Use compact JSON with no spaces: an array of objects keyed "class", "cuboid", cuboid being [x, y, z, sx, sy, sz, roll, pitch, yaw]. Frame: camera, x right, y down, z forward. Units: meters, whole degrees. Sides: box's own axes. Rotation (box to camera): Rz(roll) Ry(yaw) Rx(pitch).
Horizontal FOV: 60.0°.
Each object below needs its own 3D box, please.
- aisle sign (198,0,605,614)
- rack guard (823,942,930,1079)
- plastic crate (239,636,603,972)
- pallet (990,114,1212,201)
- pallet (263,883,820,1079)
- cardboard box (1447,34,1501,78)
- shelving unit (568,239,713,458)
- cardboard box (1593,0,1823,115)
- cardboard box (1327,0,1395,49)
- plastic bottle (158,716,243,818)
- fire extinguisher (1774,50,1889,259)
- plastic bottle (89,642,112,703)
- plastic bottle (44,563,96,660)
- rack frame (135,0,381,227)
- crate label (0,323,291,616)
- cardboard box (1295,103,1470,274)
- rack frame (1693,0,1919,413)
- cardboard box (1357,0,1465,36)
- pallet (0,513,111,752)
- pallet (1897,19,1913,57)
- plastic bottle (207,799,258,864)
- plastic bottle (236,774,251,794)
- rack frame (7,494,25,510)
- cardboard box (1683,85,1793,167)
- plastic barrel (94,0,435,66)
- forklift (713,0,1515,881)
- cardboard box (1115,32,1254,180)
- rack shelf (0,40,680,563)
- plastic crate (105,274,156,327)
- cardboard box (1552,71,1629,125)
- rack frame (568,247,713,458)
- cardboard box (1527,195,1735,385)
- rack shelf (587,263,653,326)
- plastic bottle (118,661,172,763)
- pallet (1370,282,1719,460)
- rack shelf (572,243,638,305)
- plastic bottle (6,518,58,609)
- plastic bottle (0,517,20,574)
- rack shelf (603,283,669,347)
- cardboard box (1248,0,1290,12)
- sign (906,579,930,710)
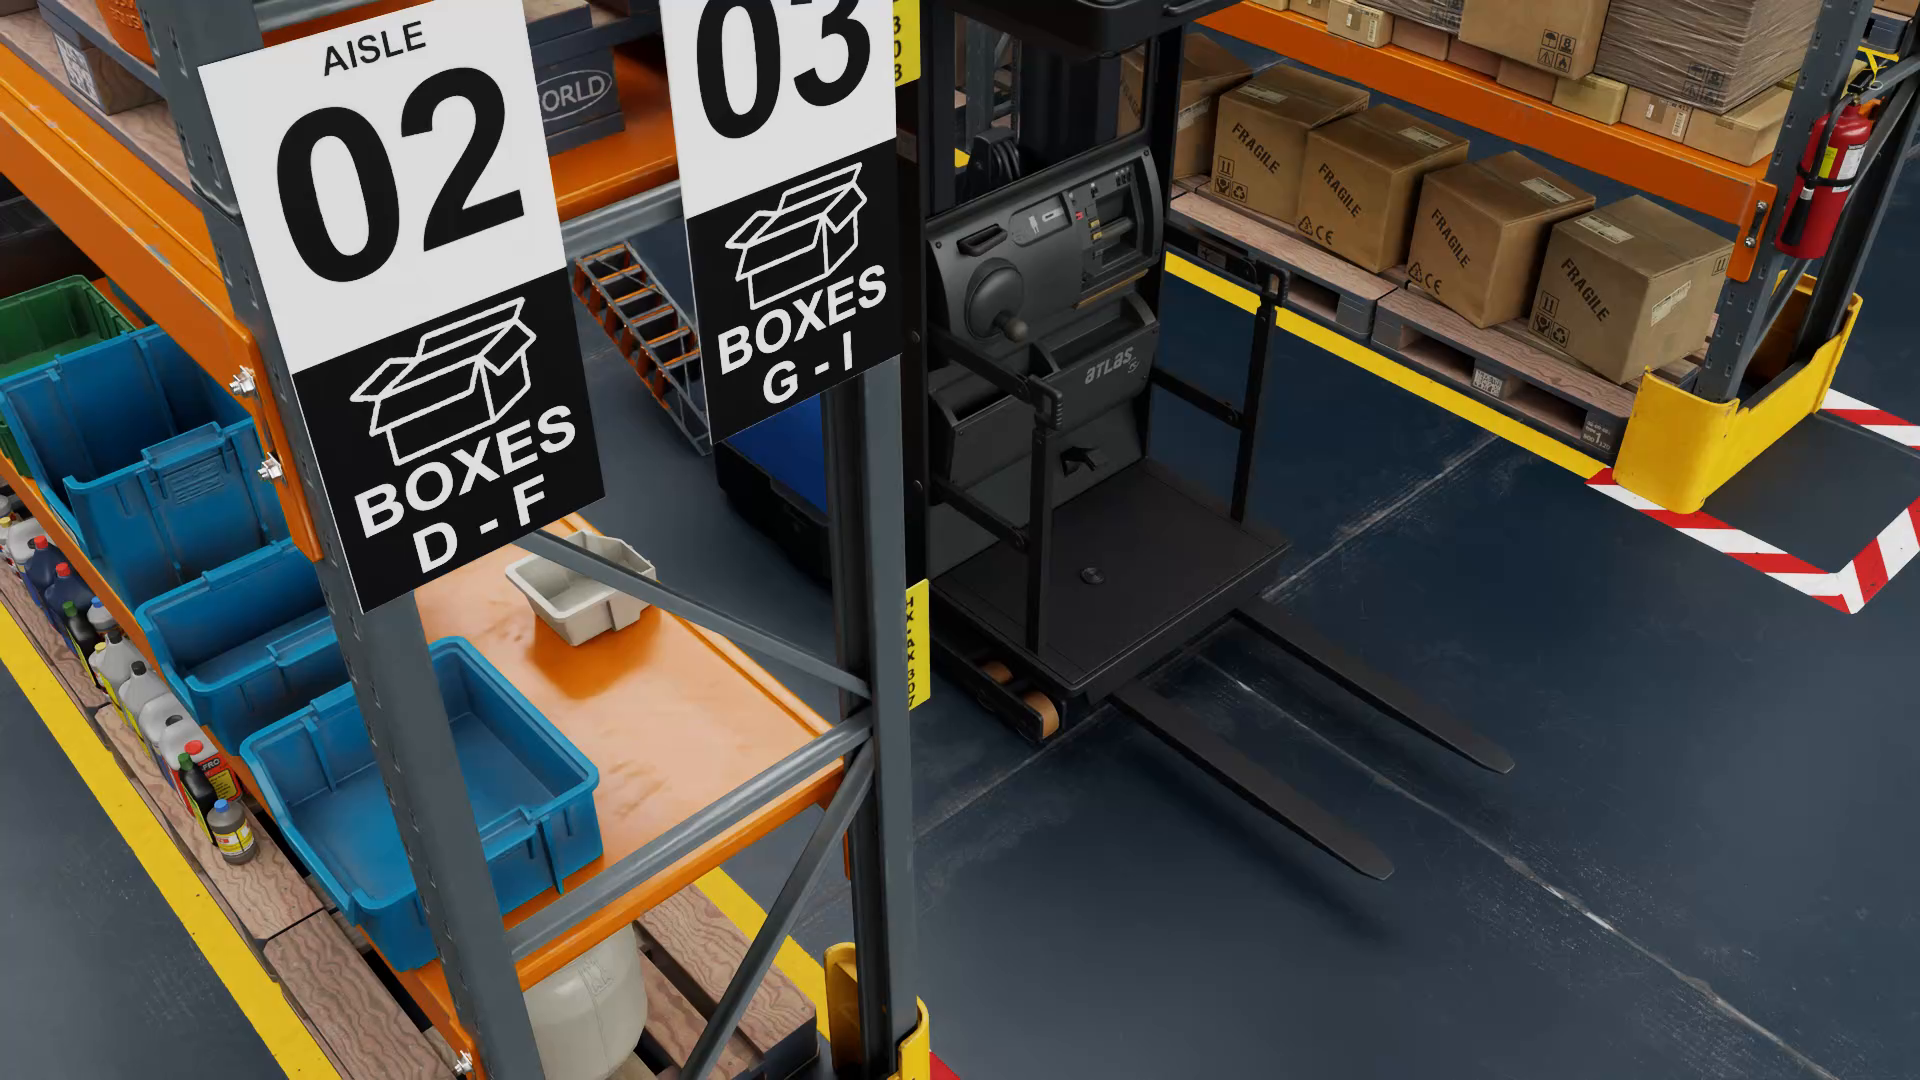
[{"class":"aisle sign","cuboid":[-0.679,-0.288,2.151,0.394,0.787,0.004,-30,48,-32]},{"class":"rack guard","cuboid":[-0.595,1.521,3.969,1.175,0.500,0.348,-30,48,-32]},{"class":"plastic crate","cuboid":[-1.068,0.517,3.341,0.499,0.251,0.616,-30,48,-32]},{"class":"pallet","cuboid":[0.914,-2.012,8.573,1.003,0.211,1.213,-30,48,-32]},{"class":"pallet","cuboid":[-1.141,1.255,4.528,1.003,0.211,1.213,-30,48,-32]},{"class":"cardboard box","cuboid":[2.122,-1.953,6.481,0.380,0.149,0.250,-30,48,-32]},{"class":"shelving unit","cuboid":[-1.279,-0.874,6.807,0.258,0.189,1.200,-29,70,-31]},{"class":"cardboard box","cuboid":[2.787,-1.962,5.976,0.875,0.500,0.500,-30,48,-32]},{"class":"cardboard box","cuboid":[1.702,-2.137,6.709,0.380,0.149,0.250,-30,48,-32]},{"class":"plastic bottle","cuboid":[-2.225,0.660,4.863,0.152,0.276,0.135,-30,47,-31]},{"class":"fire extinguisher","cuboid":[2.877,-1.262,5.487,0.296,0.674,0.183,-30,48,-32]},{"class":"plastic bottle","cuboid":[-2.672,0.408,5.235,0.097,0.201,0.097,0,39,0]},{"class":"plastic bottle","cuboid":[-2.847,0.209,5.362,0.185,0.351,0.144,32,49,33]},{"class":"rack frame","cuboid":[-0.509,-1.770,1.280,1.000,3.000,0.127,-30,48,-32]},{"class":"crate label","cuboid":[-1.953,-0.187,4.066,0.502,0.435,0.616,-30,48,-32]},{"class":"cardboard box","cuboid":[1.890,-1.588,7.484,0.500,0.500,0.500,-25,45,-28]},{"class":"rack frame","cuboid":[3.139,-1.541,5.771,1.000,3.000,0.127,-30,48,-32]},{"class":"cardboard box","cuboid":[2.054,-2.392,6.508,0.875,0.500,0.500,-30,48,-32]},{"class":"pallet","cuboid":[-2.791,0.126,5.926,1.003,0.211,1.213,-30,48,-32]},{"class":"pallet","cuboid":[6.262,-2.854,9.616,1.003,0.211,1.213,-30,48,-32]},{"class":"plastic bottle","cuboid":[-2.074,0.817,4.728,0.097,0.201,0.097,0,39,0]},{"class":"plastic bottle","cuboid":[-2.147,0.612,4.917,0.061,0.283,0.133,-30,48,-32]},{"class":"rack frame","cuboid":[-3.215,-1.288,5.457,1.000,3.000,0.127,-30,48,-32]},{"class":"cardboard box","cuboid":[2.794,-1.488,5.905,0.380,0.149,0.250,-30,48,-32]},{"class":"plastic barrel","cuboid":[-0.932,-1.105,2.167,0.600,0.830,0.708,-30,48,-32]},{"class":"forklift","cuboid":[0.424,-0.848,4.967,1.130,2.935,3.031,-30,48,-32]},{"class":"cardboard box","cuboid":[1.068,-2.119,8.142,0.500,0.500,0.500,-16,42,-19]},{"class":"rack shelf","cuboid":[-1.862,-1.249,3.595,1.077,0.370,4.000,-30,48,-32]},{"class":"plastic crate","cuboid":[-2.266,-0.833,5.013,0.499,0.251,0.616,-30,48,-32]},{"class":"cardboard box","cuboid":[2.419,-1.698,6.164,0.380,0.149,0.250,-30,48,-32]},{"class":"rack frame","cuboid":[-1.303,-0.826,6.881,0.240,0.006,1.200,-29,70,-31]},{"class":"cardboard box","cuboid":[2.729,-1.028,6.791,0.500,0.500,0.500,-21,44,-24]},{"class":"rack shelf","cuboid":[-1.398,-1.019,6.863,0.258,0.180,0.103,-29,70,-31]},{"class":"plastic bottle","cuboid":[-2.433,0.492,5.012,0.144,0.351,0.185,-28,47,-30]},{"class":"pallet","cuboid":[2.564,-0.883,7.175,1.003,0.211,1.213,-30,48,-32]},{"class":"rack shelf","cuboid":[-1.471,-1.108,6.897,0.258,0.180,0.103,-29,70,-31]},{"class":"plastic bottle","cuboid":[-3.083,0.072,5.591,0.152,0.276,0.135,-28,47,-30]},{"class":"plastic bottle","cuboid":[-3.253,0.011,5.727,0.097,0.201,0.097,0,39,0]},{"class":"rack shelf","cuboid":[-1.325,-0.930,6.828,0.258,0.180,0.103,-29,70,-31]},{"class":"cardboard box","cuboid":[1.382,-2.379,7.008,0.380,0.149,0.250,-30,48,-32]},{"class":"sign","cuboid":[-0.101,0.224,3.365,0.100,0.325,0.005,-30,48,-32]}]
